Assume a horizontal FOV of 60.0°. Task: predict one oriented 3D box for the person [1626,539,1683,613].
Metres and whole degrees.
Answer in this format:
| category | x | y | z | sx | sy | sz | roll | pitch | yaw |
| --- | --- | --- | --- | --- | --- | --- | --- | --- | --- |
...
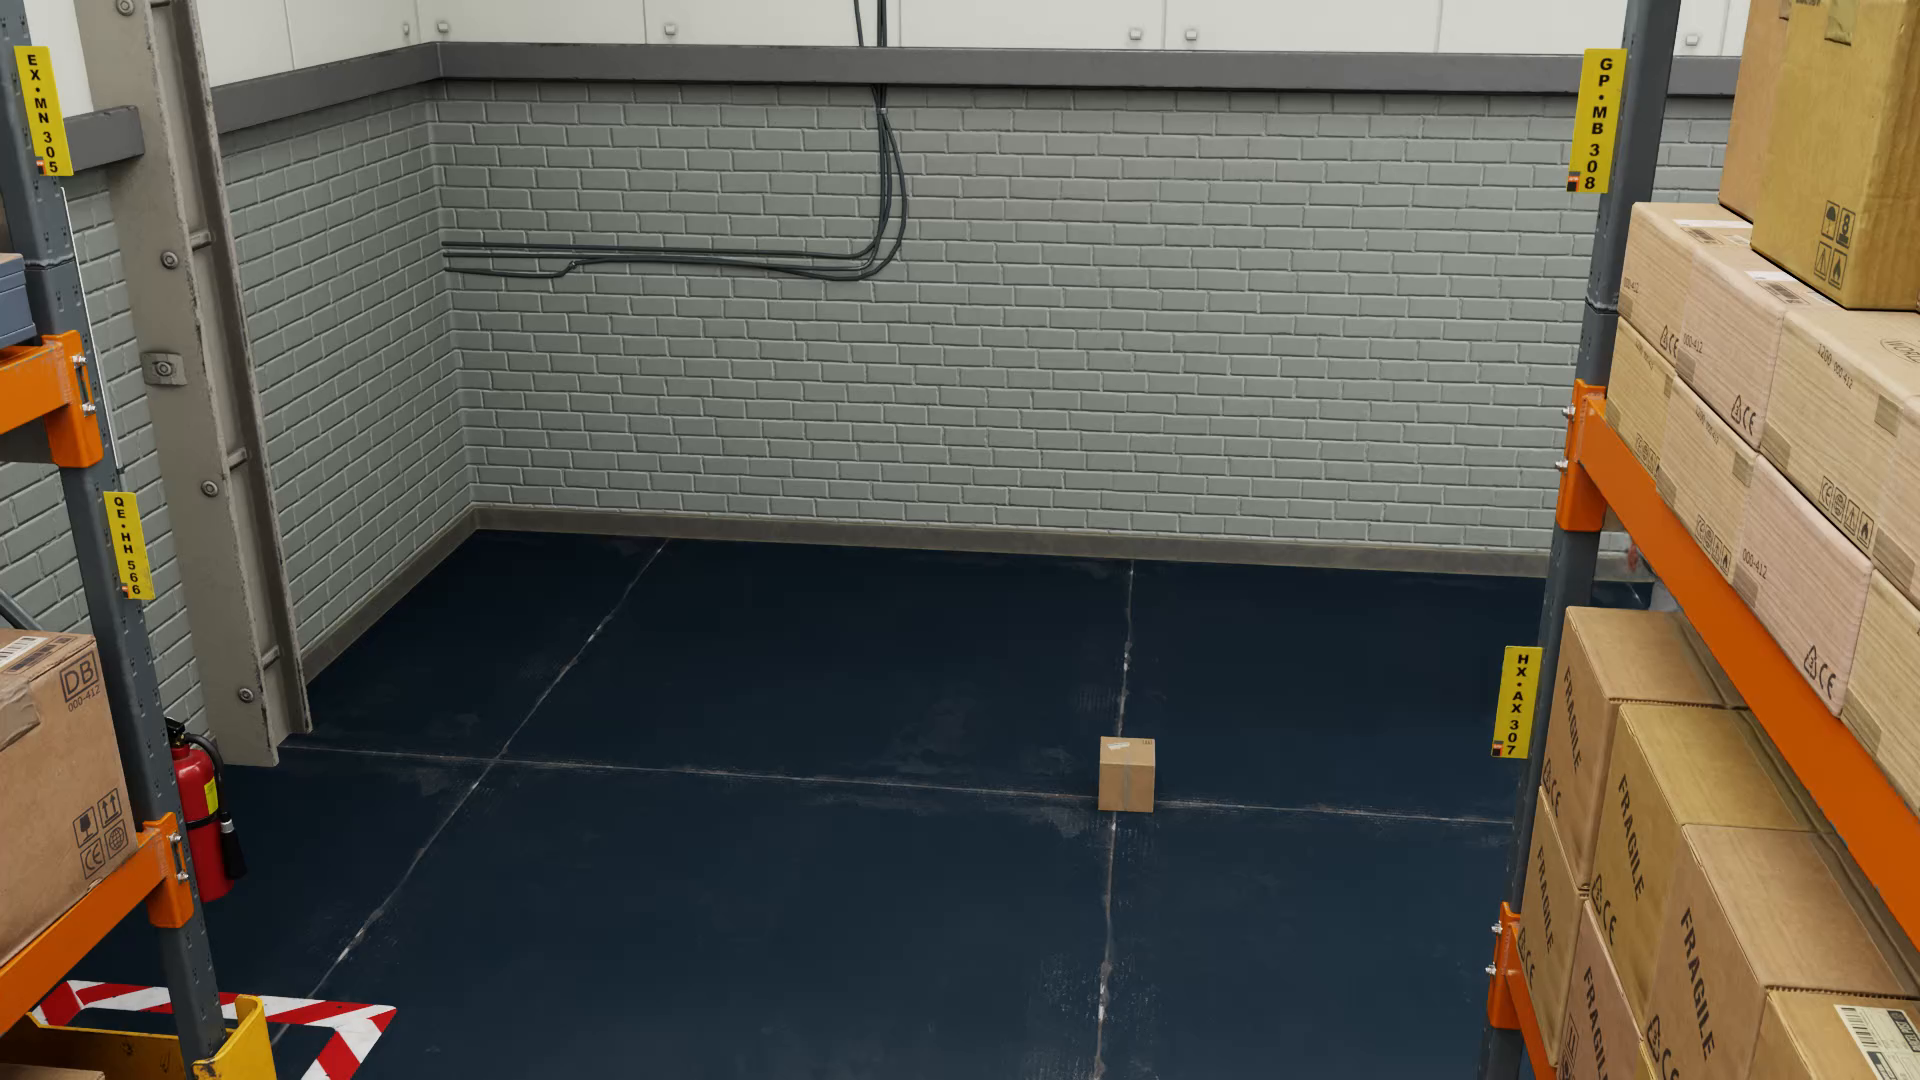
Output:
| category | x | y | z | sx | sy | sz | roll | pitch | yaw |
| --- | --- | --- | --- | --- | --- | --- | --- | --- | --- |
| person | 3.549 | 0.118 | 8.282 | 0.490 | 1.631 | 0.458 | -3 | 22 | -8 |
